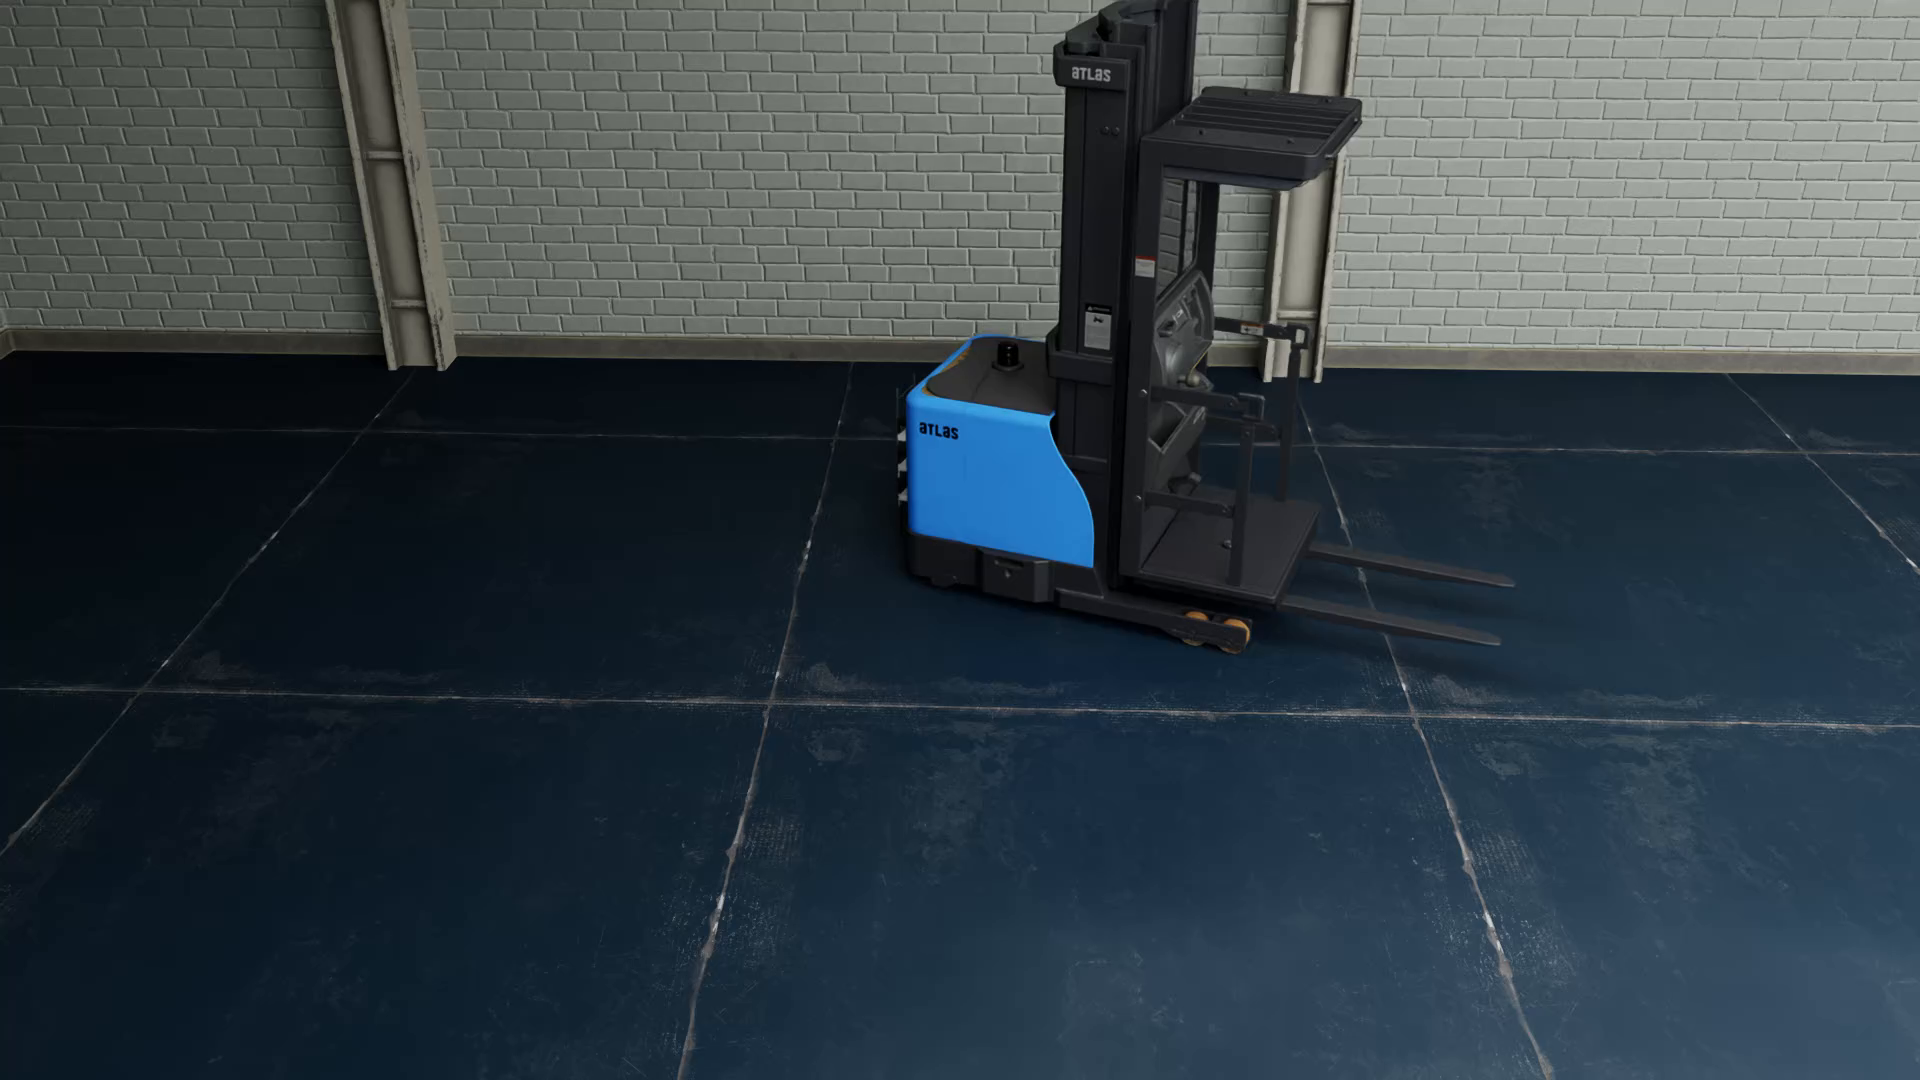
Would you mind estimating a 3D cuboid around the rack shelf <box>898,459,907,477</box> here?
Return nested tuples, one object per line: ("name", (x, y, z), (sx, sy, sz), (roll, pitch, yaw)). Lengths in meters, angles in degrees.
("rack shelf", (-0.199, -0.414, 9.141), (0.200, 0.077, 0.258), (11, 30, 20))

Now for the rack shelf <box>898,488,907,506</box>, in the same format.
("rack shelf", (-0.199, -0.255, 9.225), (0.200, 0.077, 0.258), (11, 30, 20))

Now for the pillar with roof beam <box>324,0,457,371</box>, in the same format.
("pillar with roof beam", (-3.892, -3.201, 5.680), (0.400, 9.000, 9.100), (1, 28, 2))

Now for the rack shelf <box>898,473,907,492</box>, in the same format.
("rack shelf", (-0.199, -0.334, 9.183), (0.200, 0.077, 0.258), (11, 30, 20))

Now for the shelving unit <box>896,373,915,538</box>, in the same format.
("shelving unit", (-0.199, -0.443, 9.125), (0.210, 0.900, 0.258), (11, 30, 20))

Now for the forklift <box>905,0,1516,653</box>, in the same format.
("forklift", (1.277, -1.020, 8.044), (3.031, 2.935, 1.130), (11, 30, 20))

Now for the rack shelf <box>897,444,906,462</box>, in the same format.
("rack shelf", (-0.199, -0.493, 9.099), (0.200, 0.077, 0.258), (11, 30, 20))

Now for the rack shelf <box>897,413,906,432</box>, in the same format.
("rack shelf", (-0.199, -0.652, 9.014), (0.200, 0.077, 0.258), (11, 30, 20))

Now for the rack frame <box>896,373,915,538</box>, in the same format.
("rack frame", (-0.292, -0.461, 9.160), (0.006, 0.900, 0.240), (11, 30, 20))

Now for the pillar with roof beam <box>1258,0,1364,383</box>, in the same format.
("pillar with roof beam", (2.105, -3.102, 5.493), (0.400, 9.000, 9.100), (1, 28, 2))

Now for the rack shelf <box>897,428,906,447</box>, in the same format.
("rack shelf", (-0.199, -0.573, 9.057), (0.200, 0.077, 0.258), (11, 30, 20))
